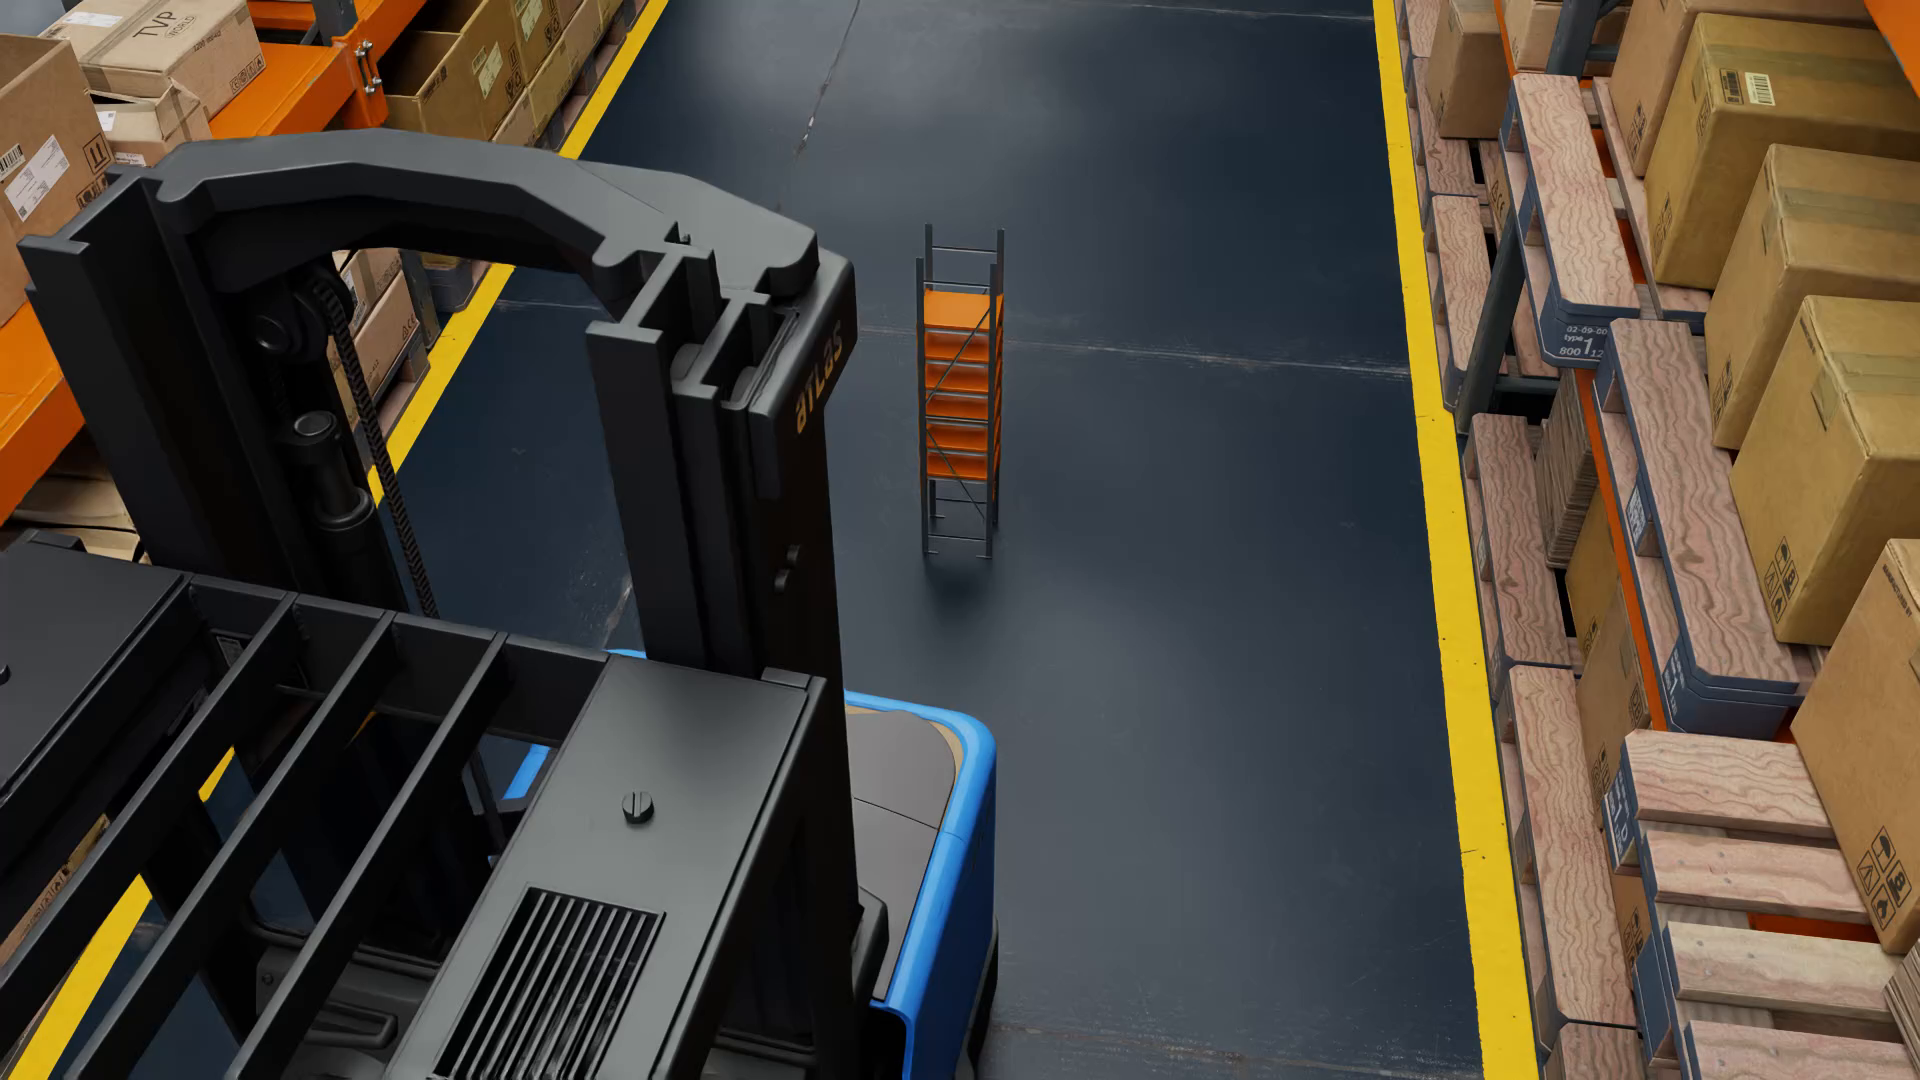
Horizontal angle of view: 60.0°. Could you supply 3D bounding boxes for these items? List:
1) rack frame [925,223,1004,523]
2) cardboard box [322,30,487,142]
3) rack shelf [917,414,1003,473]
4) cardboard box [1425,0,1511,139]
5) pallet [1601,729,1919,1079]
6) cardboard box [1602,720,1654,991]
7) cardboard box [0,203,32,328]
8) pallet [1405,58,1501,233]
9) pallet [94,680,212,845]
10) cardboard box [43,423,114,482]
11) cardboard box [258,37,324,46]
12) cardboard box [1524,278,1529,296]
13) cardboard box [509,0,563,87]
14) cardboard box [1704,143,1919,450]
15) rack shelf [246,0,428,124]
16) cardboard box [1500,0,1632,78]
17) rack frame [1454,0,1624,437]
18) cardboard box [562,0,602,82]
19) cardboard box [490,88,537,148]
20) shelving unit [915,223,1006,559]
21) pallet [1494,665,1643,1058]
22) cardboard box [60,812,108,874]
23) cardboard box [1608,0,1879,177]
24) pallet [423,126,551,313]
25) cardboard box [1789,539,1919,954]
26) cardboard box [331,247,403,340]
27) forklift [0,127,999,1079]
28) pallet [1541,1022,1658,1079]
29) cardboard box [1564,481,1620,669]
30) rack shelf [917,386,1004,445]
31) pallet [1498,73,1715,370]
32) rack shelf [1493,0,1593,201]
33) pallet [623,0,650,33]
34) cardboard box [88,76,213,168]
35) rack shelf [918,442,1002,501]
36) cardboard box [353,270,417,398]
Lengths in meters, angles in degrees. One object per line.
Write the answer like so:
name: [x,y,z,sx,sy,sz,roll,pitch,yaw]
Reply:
rack frame: [0.014,-0.508,5.414,0.240,1.200,0.006,5,44,6]
cardboard box: [-2.196,-1.632,6.441,0.500,0.500,0.500,5,44,6]
rack shelf: [0.002,-0.326,5.461,0.258,0.103,0.180,5,44,6]
cardboard box: [2.470,-2.101,7.286,0.700,0.500,0.500,3,44,3]
pallet: [1.803,0.830,2.832,1.213,0.211,1.003,5,44,6]
cardboard box: [2.079,0.826,4.194,0.700,0.500,0.500,5,44,5]
cardboard box: [-2.821,-0.732,4.269,0.500,0.500,0.500,5,44,6]
pallet: [2.556,-1.753,7.448,1.003,0.211,1.213,5,44,6]
pallet: [-2.785,0.434,5.138,1.003,0.211,1.213,5,44,6]
cardboard box: [-2.468,-0.279,5.149,0.500,0.311,0.500,5,44,5]
cardboard box: [-2.645,-2.020,6.851,0.500,0.500,0.500,5,44,6]
cardboard box: [2.384,-0.969,6.332,0.380,0.166,0.250,0,43,0]
cardboard box: [-2.064,-2.314,7.161,0.500,0.500,0.500,5,44,6]
cardboard box: [2.105,-0.491,3.694,0.700,0.500,0.500,11,45,11]
rack shelf: [-2.303,-3.020,7.281,1.077,0.370,4.000,5,44,6]
cardboard box: [2.105,-1.774,5.536,0.500,0.250,0.500,5,44,6]
rack frame: [2.343,-1.471,5.121,1.000,3.000,0.127,5,44,6]
cardboard box: [-2.003,-2.383,7.779,0.500,0.250,0.500,5,44,6]
cardboard box: [-2.134,-1.701,7.059,0.500,0.250,0.500,5,44,6]
shelving unit: [0.002,-0.446,5.348,0.258,1.200,0.189,5,44,6]
pallet: [2.083,0.907,4.639,1.003,0.211,1.213,5,44,6]
cardboard box: [-2.608,0.626,4.602,0.500,0.250,0.500,4,44,4]
cardboard box: [2.242,-1.323,4.573,0.700,0.500,0.500,5,44,6]
pallet: [-2.421,-1.444,7.121,1.003,0.211,1.213,5,44,6]
cardboard box: [1.914,0.355,2.801,0.700,0.500,0.500,1,43,2]
cardboard box: [-2.337,-0.974,5.883,0.500,0.311,0.500,5,44,6]
forklift: [-0.754,1.023,2.538,1.130,2.935,3.031,10,44,10]
pallet: [1.919,1.736,3.763,1.003,0.211,1.213,5,44,6]
cardboard box: [2.244,0.137,4.921,0.700,0.500,0.500,4,44,5]
rack shelf: [0.002,-0.413,5.378,0.258,0.103,0.180,5,44,6]
pallet: [2.098,-0.893,4.651,1.003,0.211,1.213,5,44,6]
rack shelf: [2.608,-2.572,6.808,1.077,0.370,4.000,5,44,6]
pallet: [-2.098,-3.107,8.878,1.003,0.211,1.213,5,44,6]
cardboard box: [-2.502,-1.254,4.990,0.396,0.266,0.258,4,44,4]
rack shelf: [0.002,-0.239,5.543,0.258,0.103,0.180,5,44,6]
cardboard box: [-2.335,-0.763,6.069,0.500,0.250,0.500,5,44,5]
